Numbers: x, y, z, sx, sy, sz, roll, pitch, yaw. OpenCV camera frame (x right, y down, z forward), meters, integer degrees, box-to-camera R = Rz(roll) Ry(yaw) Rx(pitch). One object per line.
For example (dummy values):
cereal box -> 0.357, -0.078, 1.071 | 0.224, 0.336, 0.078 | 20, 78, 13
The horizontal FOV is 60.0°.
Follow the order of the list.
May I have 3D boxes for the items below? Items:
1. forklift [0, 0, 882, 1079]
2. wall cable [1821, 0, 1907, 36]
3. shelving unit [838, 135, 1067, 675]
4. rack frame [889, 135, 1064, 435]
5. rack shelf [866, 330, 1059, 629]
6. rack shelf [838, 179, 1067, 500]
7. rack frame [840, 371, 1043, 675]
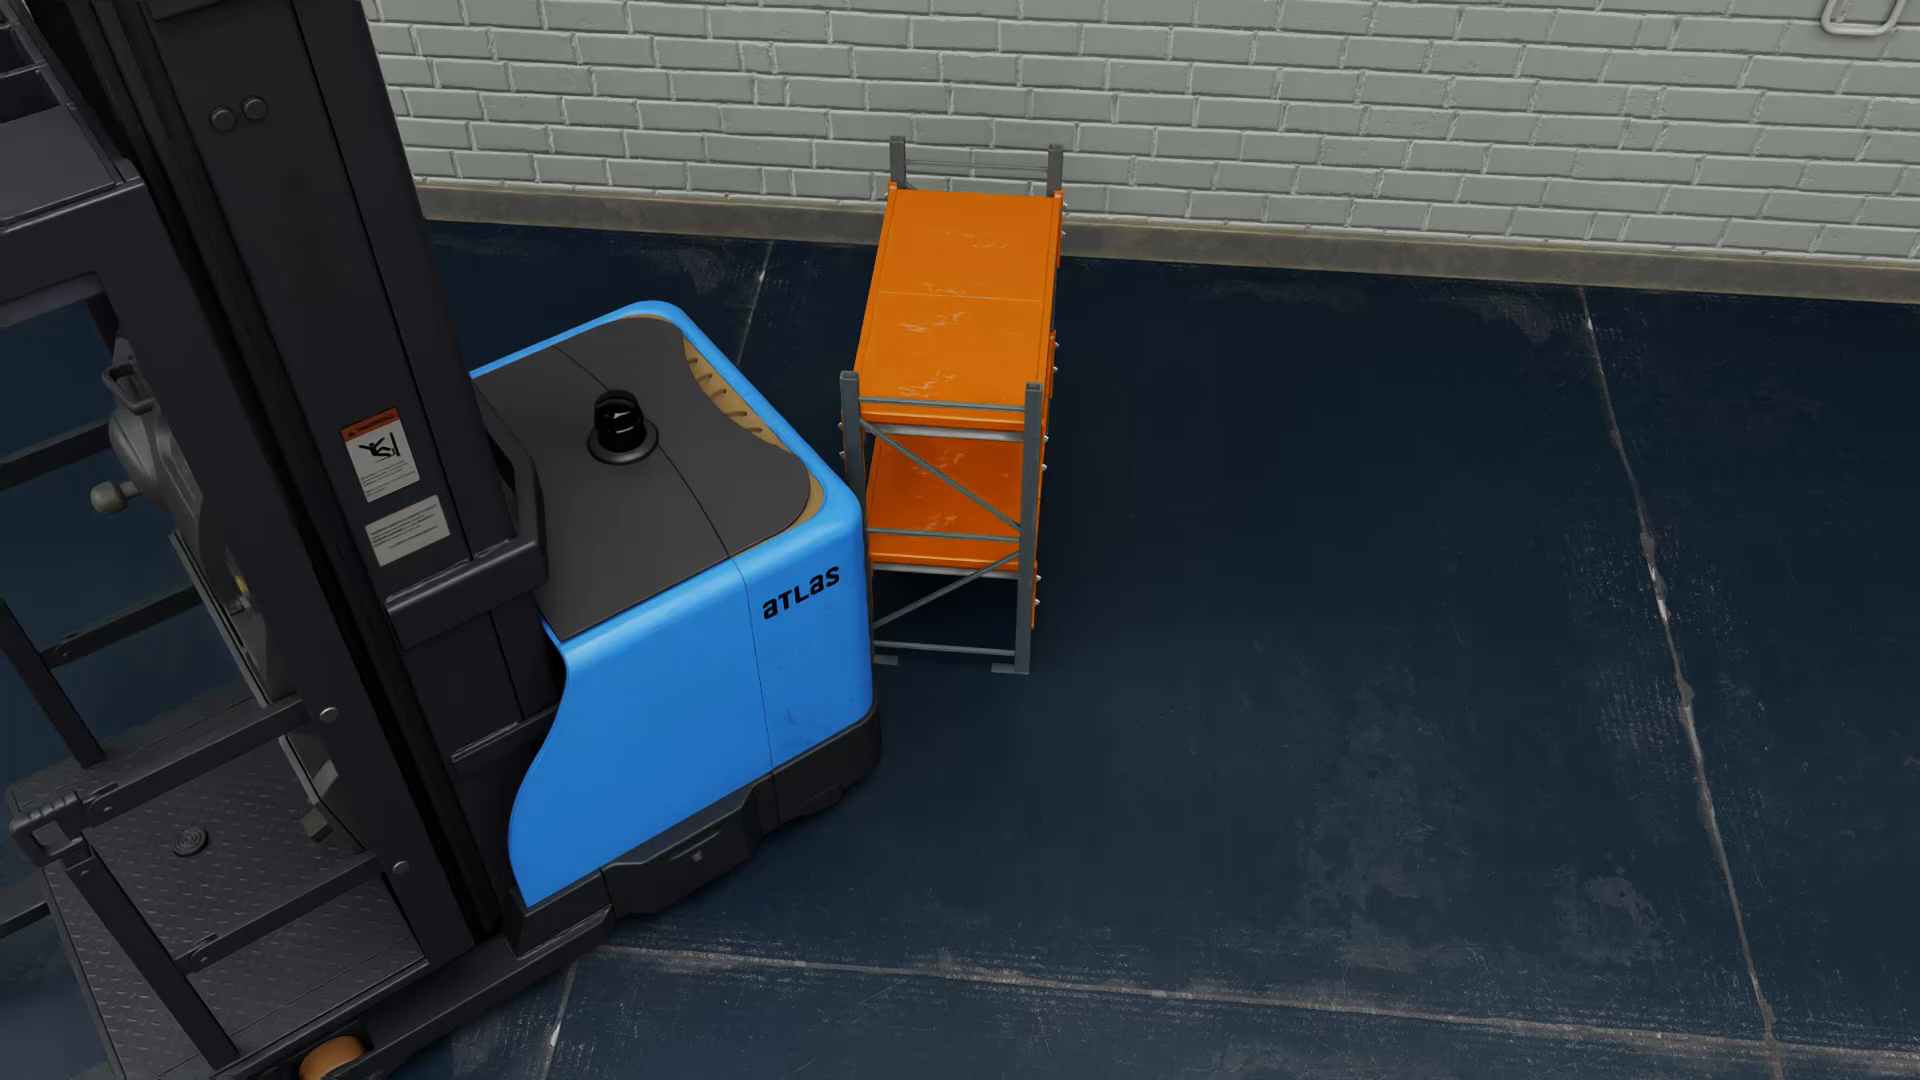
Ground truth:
forklift -> -1.711, -0.001, 3.265 | 3.031, 2.935, 1.130 | -28, 53, -23
wall cable -> 2.698, -2.249, 4.564 | 0.585, 1.953, 0.123 | 4, 48, 4
shelving unit -> 0.001, -0.385, 4.839 | 0.538, 1.125, 1.048 | 4, 48, 4
rack frame -> 0.047, -0.758, 5.181 | 0.500, 1.125, 0.032 | 4, 48, 4
rack shelf -> 0.001, -0.220, 5.020 | 0.538, 0.278, 1.000 | 4, 48, 4
rack shelf -> 0.001, -0.582, 4.623 | 0.538, 0.278, 1.000 | 4, 48, 4
rack frame -> -0.046, -0.011, 4.498 | 0.500, 1.125, 0.032 | 4, 48, 4
